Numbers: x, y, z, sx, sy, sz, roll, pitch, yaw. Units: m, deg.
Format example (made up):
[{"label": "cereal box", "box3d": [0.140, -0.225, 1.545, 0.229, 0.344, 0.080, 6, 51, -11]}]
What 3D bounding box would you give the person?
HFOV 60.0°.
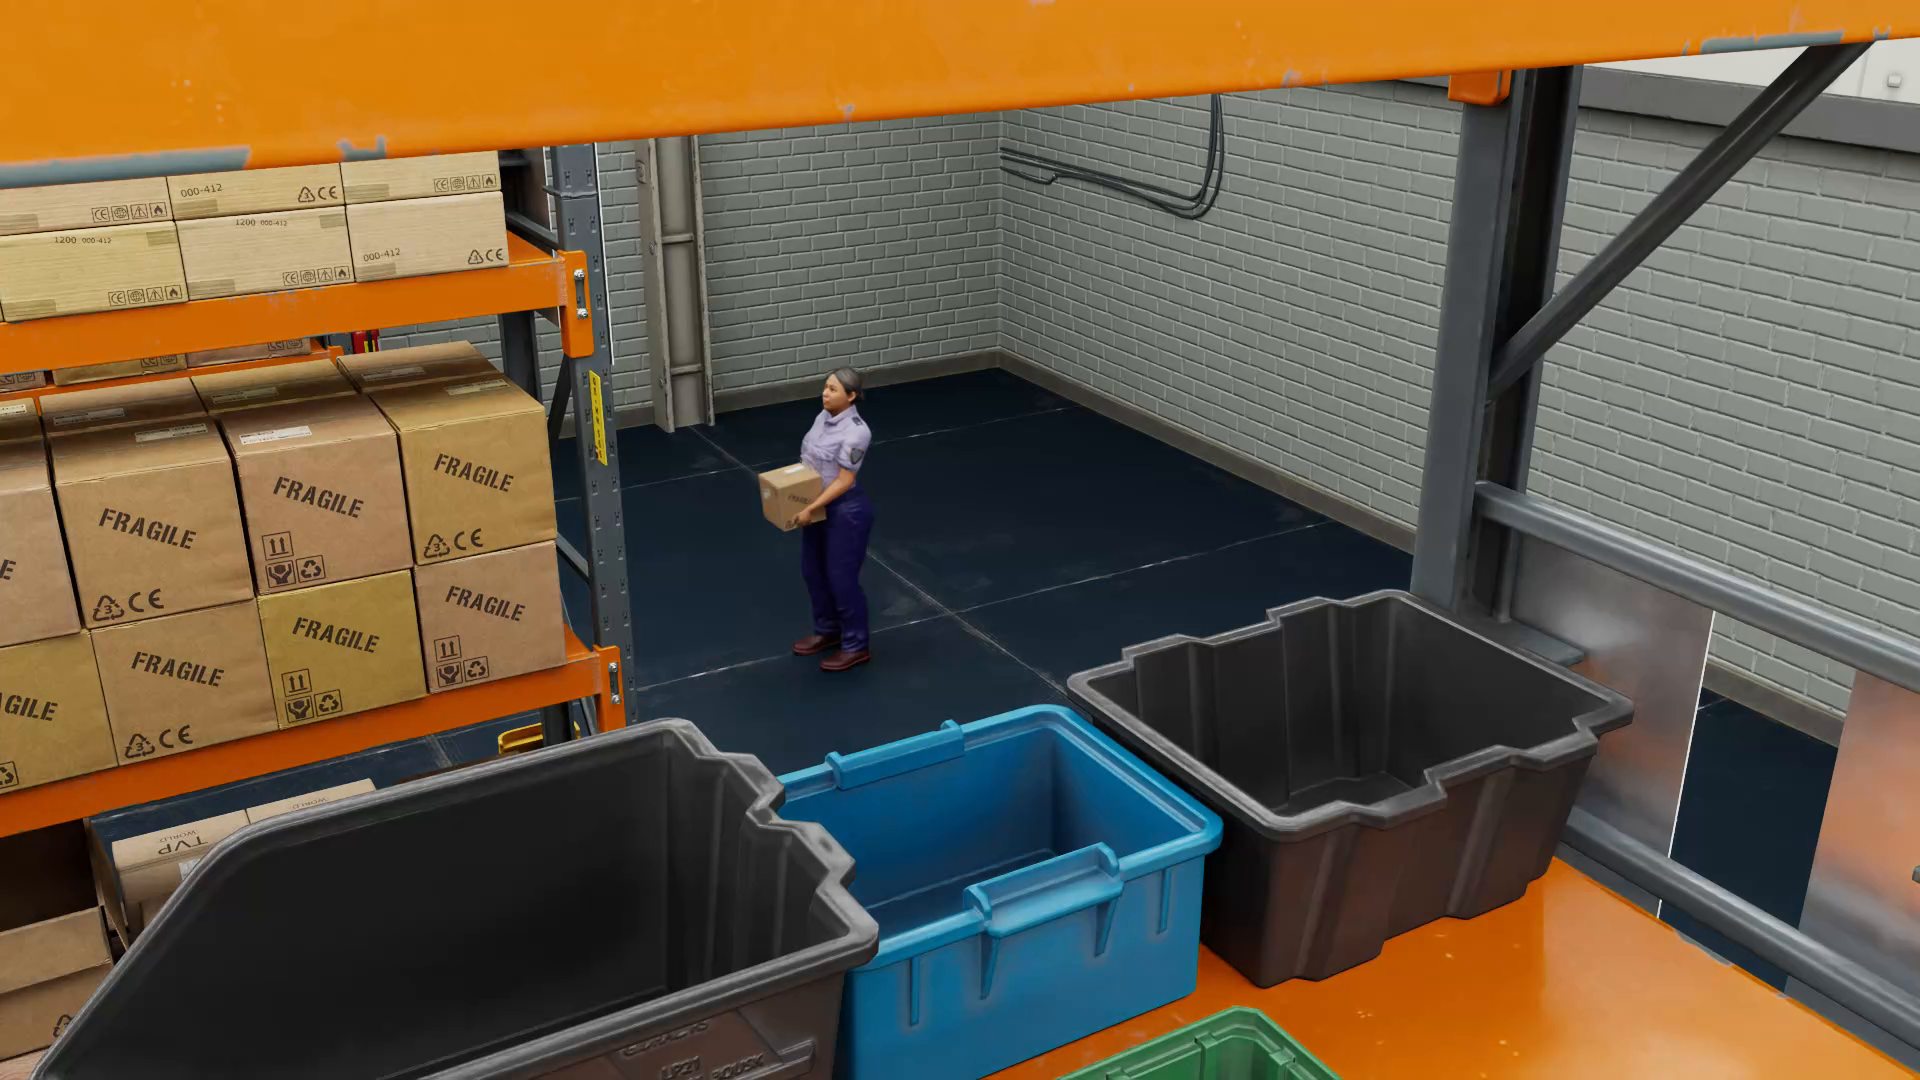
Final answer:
[{"label": "person", "box3d": [-0.731, -0.112, 8.901, 0.512, 1.634, 0.455, -12, 25, -28]}]
